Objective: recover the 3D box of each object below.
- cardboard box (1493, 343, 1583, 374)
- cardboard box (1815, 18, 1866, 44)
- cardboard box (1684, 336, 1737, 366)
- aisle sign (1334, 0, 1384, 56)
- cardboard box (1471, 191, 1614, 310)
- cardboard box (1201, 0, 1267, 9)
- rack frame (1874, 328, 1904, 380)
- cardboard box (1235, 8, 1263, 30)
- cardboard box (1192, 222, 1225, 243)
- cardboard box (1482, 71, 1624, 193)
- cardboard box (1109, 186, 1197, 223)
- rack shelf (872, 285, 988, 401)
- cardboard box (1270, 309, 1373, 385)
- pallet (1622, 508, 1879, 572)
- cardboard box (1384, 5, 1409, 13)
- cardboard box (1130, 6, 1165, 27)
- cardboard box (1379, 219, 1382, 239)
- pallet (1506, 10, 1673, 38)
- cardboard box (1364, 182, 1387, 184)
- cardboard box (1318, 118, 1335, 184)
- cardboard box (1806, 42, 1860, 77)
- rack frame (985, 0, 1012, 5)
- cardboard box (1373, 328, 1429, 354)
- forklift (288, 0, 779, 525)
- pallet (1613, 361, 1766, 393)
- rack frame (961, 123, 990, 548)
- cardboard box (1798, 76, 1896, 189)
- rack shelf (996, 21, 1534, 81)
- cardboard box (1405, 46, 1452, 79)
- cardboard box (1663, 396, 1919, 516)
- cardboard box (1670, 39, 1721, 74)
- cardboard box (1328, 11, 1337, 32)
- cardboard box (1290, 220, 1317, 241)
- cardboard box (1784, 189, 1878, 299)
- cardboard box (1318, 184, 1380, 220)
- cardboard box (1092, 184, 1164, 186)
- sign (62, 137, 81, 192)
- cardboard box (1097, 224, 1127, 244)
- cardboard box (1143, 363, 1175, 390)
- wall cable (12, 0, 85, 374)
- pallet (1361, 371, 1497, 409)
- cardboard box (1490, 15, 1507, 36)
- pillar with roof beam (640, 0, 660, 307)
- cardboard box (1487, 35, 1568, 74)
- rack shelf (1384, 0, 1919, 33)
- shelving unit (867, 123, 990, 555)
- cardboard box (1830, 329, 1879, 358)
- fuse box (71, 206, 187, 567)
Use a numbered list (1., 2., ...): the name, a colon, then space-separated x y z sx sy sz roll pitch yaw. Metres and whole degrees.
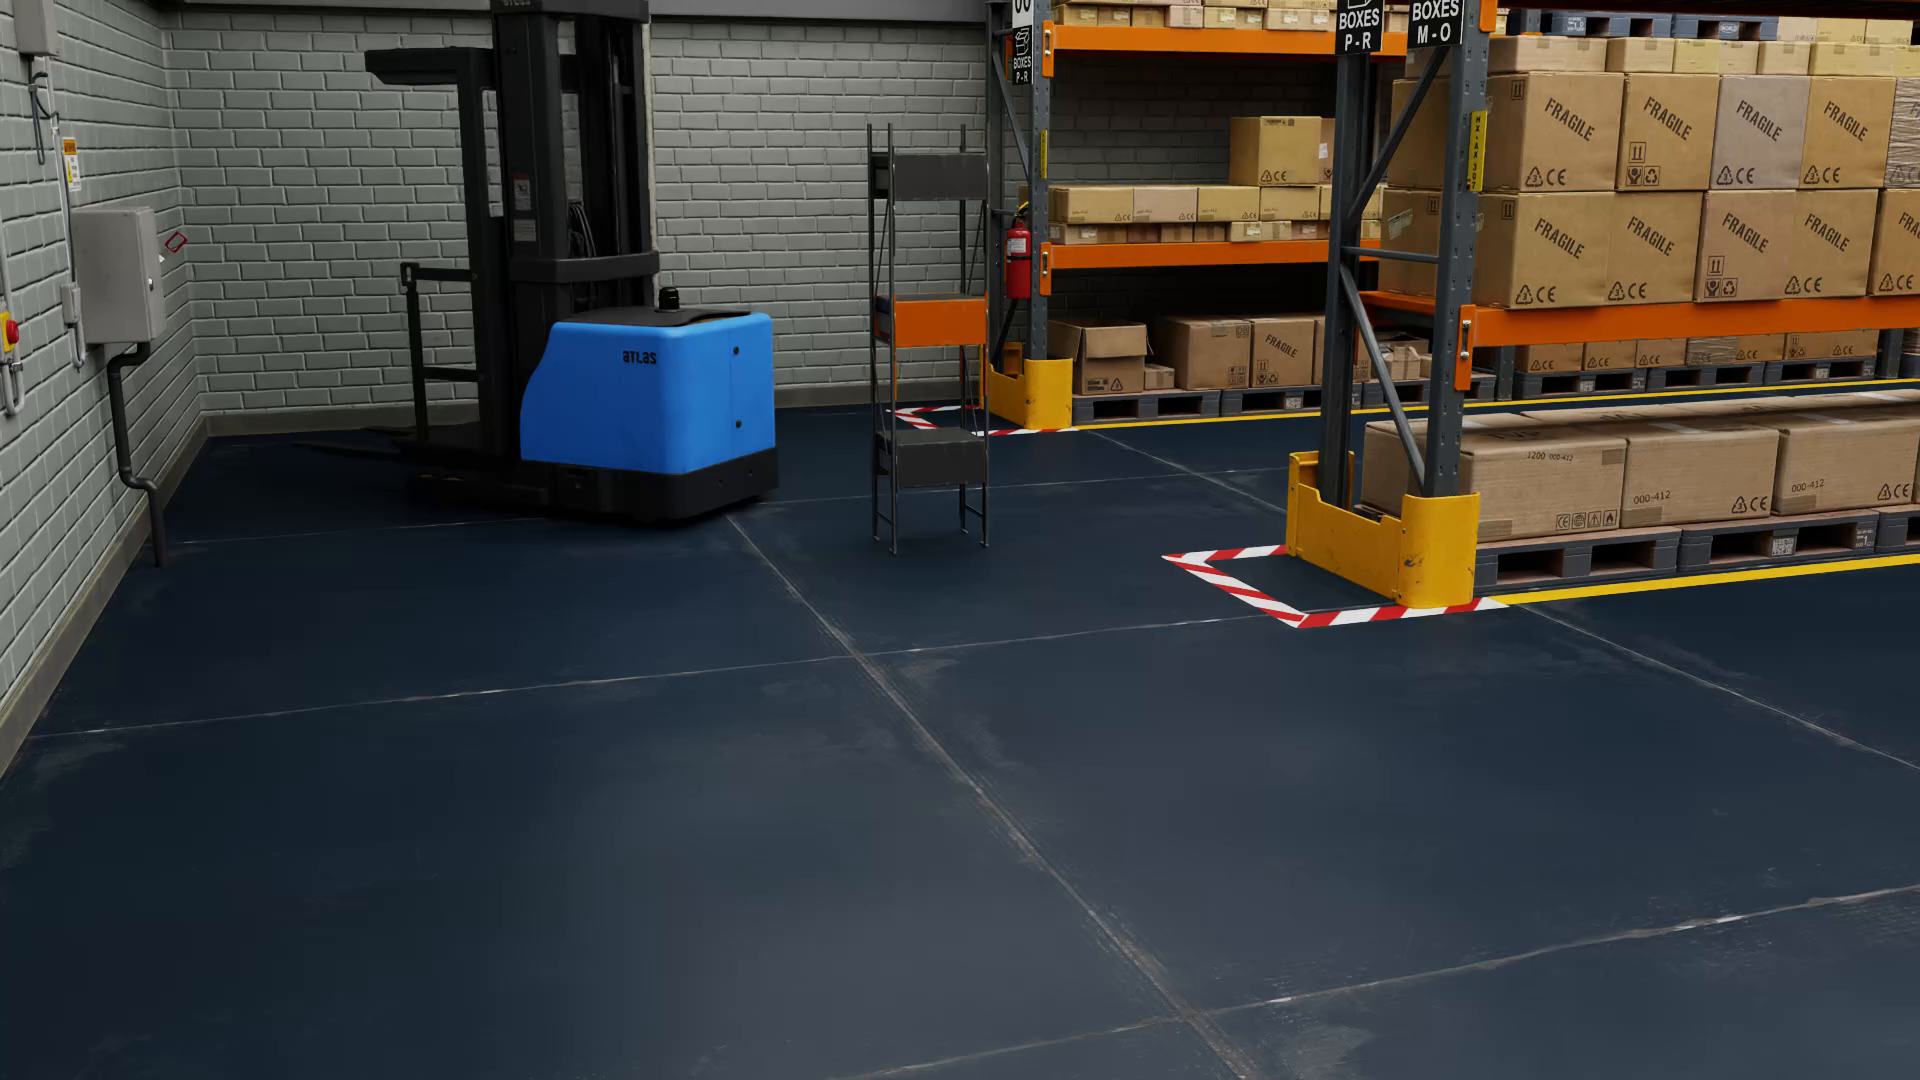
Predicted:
1. cardboard box: 4.729 -1.649 13.589 0.500 0.500 0.500 -4 14 -16
2. cardboard box: 7.104 -4.228 13.778 0.500 0.250 0.500 -4 14 -18
3. cardboard box: 6.198 -1.764 14.070 0.500 0.500 0.500 -5 14 -20
4. aisle sign: 1.827 -2.619 7.552 0.004 0.787 0.394 -4 14 -18
5. cardboard box: 2.540 -1.312 7.462 0.500 0.500 0.500 -5 14 -19
6. cardboard box: 1.879 -3.961 12.010 0.500 0.250 0.500 -5 14 -20
7. rack frame: 7.989 -2.970 14.647 0.127 3.000 1.000 -4 14 -18
8. cardboard box: 2.002 -3.778 12.105 0.250 0.149 0.380 -5 14 -19
9. cardboard box: 1.780 -2.304 12.388 0.250 0.149 0.380 -4 14 -17
10. cardboard box: 2.540 -1.799 7.348 0.500 0.500 0.500 -5 14 -19
11. cardboard box: 1.401 -2.463 12.197 0.500 0.250 0.500 -4 14 -17
12. rack shelf: -0.157 -0.996 8.352 0.480 0.518 0.431 -4 14 -18
13. cardboard box: 2.824 -1.523 13.060 0.500 0.500 0.700 -5 14 -20
14. pallet: 3.881 -0.100 8.607 1.213 0.211 1.003 -4 14 -18
15. cardboard box: 3.332 -4.075 12.490 0.500 0.250 0.500 -5 14 -20
16. cardboard box: 1.272 -3.730 11.901 0.250 0.149 0.380 -4 14 -18
17. cardboard box: 3.241 -2.412 12.843 0.250 0.149 0.380 -4 14 -17
18. pallet: 4.839 -4.075 13.218 1.003 0.211 1.213 -4 14 -18
19. cardboard box: 3.170 -2.731 13.322 0.500 0.250 0.500 -5 14 -19
20. cardboard box: 2.702 -3.060 13.086 0.500 0.500 0.500 -5 14 -20
21. cardboard box: 3.902 -2.213 7.684 0.250 0.149 0.380 -5 14 -19
22. rack frame: 0.407 -5.298 11.471 0.127 3.000 1.000 -4 14 -18
23. cardboard box: 3.497 -1.574 13.682 0.500 0.311 0.500 -4 14 -16
24. forklift: -2.604 -1.720 9.539 3.031 2.935 1.130 6 15 25
25. pallet: 6.115 -1.477 14.398 1.213 0.211 1.003 -4 14 -18
26. rack frame: 0.074 -1.027 8.424 0.015 2.100 0.400 -4 14 -18
27. cardboard box: 3.985 -1.916 7.838 0.500 0.500 0.500 -4 14 -18
28. rack shelf: 2.303 -3.637 12.522 4.000 0.370 1.077 -4 14 -18
29. cardboard box: 2.270 -2.212 7.683 0.250 0.149 0.380 -4 14 -17
30. cardboard box: 4.307 -0.455 8.704 0.875 0.438 0.875 -5 14 -20
31. cardboard box: 3.171 -2.160 7.462 0.250 0.149 0.380 -5 14 -20
32. cardboard box: 2.728 -3.835 12.344 0.250 0.149 0.380 -4 14 -17
33. cardboard box: 2.508 -2.364 12.641 0.250 0.149 0.380 -4 14 -18
34. cardboard box: 3.968 -1.430 7.957 0.500 0.500 0.500 -4 14 -16
35. cardboard box: 2.846 -2.581 12.694 0.500 0.250 0.500 -5 14 -18
36. cardboard box: 1.248 -2.581 12.694 0.500 0.250 0.500 -4 14 -18
37. sign: -4.053 -1.716 7.590 0.001 0.242 0.339 -4 14 -18
38. cardboard box: 1.033 -2.250 12.165 0.250 0.149 0.380 -4 14 -17
39. cardboard box: 1.432 -1.244 12.645 0.250 0.149 0.380 -5 14 -20
40. wall cable: -3.806 -1.674 7.005 0.122 1.984 0.588 -4 14 -18
41. pallet: 3.547 -1.268 13.517 1.213 0.211 1.003 -4 14 -18
42. cardboard box: 3.952 -3.921 12.704 0.250 0.149 0.380 -5 14 -18
43. pillar with roof beam: -1.063 -4.353 7.496 0.400 9.000 9.100 -4 14 -18
44. cardboard box: 2.419 -2.107 7.242 0.250 0.149 0.380 -4 14 -17
45. rack shelf: 3.889 -2.548 7.946 4.000 0.370 1.077 -4 14 -18
46. shelving unit: -0.157 -1.009 8.348 0.503 2.100 0.431 -4 14 -18
47. cardboard box: 7.657 -1.880 14.559 0.500 0.500 0.500 -4 14 -16
48. fuse box: -3.875 -0.715 7.950 0.414 1.711 0.539 -4 14 -18
